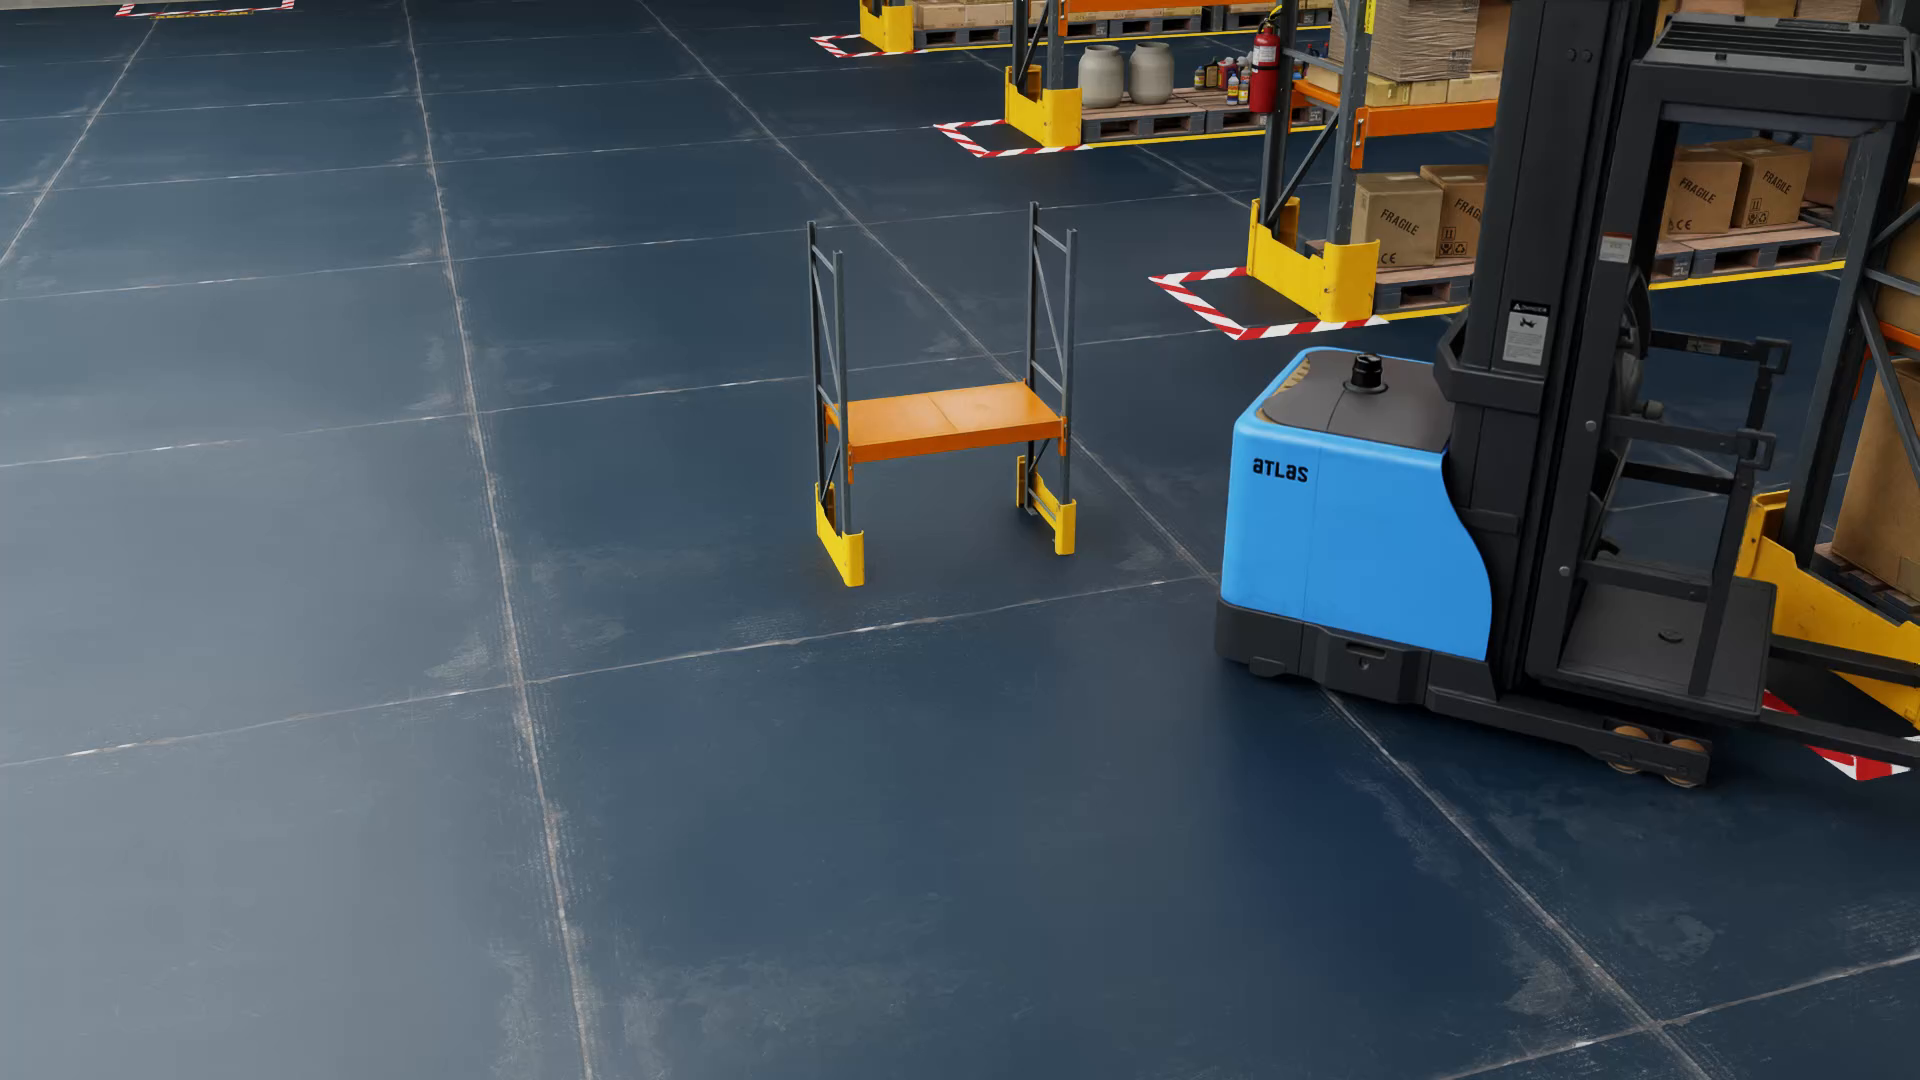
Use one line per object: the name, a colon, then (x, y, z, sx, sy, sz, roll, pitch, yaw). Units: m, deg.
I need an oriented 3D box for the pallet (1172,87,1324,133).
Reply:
pallet: (2.685, -4.119, 15.810, 1.213, 0.211, 1.003, -8, 28, -16)

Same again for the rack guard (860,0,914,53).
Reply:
rack guard: (-0.858, -6.034, 19.342, 0.348, 0.500, 1.175, -8, 28, -16)

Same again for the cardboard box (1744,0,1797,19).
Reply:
cardboard box: (5.099, -3.607, 11.195, 0.500, 0.500, 0.875, -8, 28, -16)

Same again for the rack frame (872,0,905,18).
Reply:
rack frame: (-0.836, -7.157, 18.793, 0.127, 3.000, 1.000, -8, 28, -16)

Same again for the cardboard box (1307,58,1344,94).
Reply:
cardboard box: (2.436, -2.982, 10.666, 0.250, 0.149, 0.380, -8, 28, -16)

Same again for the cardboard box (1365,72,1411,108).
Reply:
cardboard box: (2.573, -2.794, 10.287, 0.250, 0.149, 0.380, -8, 28, -16)

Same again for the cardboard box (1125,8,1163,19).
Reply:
cardboard box: (2.116, -6.443, 19.975, 0.500, 0.250, 0.500, -8, 28, -16)

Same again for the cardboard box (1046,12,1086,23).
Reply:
cardboard box: (1.170, -6.299, 19.685, 0.500, 0.250, 0.500, -8, 28, -16)

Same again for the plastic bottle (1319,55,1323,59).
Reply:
plastic bottle: (3.502, -4.581, 16.178, 0.097, 0.271, 0.097, 0, 26, 0)

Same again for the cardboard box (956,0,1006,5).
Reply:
cardboard box: (0.218, -6.499, 19.244, 0.500, 0.500, 0.500, -8, 28, -16)

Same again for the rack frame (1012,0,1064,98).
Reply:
rack frame: (0.695, -5.062, 14.573, 0.127, 3.000, 1.000, -8, 28, -16)

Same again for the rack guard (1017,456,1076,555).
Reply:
rack guard: (0.401, -0.170, 7.811, 0.087, 0.250, 0.587, -8, 28, -16)

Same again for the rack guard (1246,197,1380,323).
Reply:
rack guard: (2.301, -1.859, 10.932, 0.348, 0.500, 1.175, -8, 28, -16)

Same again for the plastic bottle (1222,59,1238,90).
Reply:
plastic bottle: (2.587, -4.459, 15.918, 0.133, 0.283, 0.061, -8, 28, -16)

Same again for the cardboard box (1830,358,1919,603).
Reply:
cardboard box: (4.293, -0.215, 6.726, 0.875, 0.875, 0.875, -8, 28, -16)

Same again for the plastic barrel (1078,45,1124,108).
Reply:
plastic barrel: (1.297, -4.259, 15.281, 0.421, 0.512, 0.421, 0, 26, 0)

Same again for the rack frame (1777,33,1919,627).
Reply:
rack frame: (3.668, -0.857, 6.103, 0.127, 3.000, 1.000, -8, 28, -16)

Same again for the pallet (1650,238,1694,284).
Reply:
pallet: (4.242, -1.993, 11.526, 1.213, 0.211, 1.003, -8, 28, -16)

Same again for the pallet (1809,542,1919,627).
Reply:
pallet: (4.405, 0.249, 7.011, 1.213, 0.211, 1.003, -8, 28, -16)

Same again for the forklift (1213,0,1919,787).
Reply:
forklift: (2.574, -0.697, 5.859, 3.031, 2.935, 1.130, 13, 29, 24)

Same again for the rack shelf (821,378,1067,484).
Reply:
rack shelf: (-0.081, -0.499, 7.473, 1.000, 0.185, 0.538, -8, 28, -16)

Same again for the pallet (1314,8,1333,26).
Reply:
pallet: (4.818, -6.746, 21.102, 1.213, 0.211, 1.003, -8, 28, -16)

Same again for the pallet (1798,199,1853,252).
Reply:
pallet: (6.772, -2.378, 12.302, 1.213, 0.211, 1.003, -8, 28, -16)

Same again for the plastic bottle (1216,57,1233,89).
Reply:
plastic bottle: (2.553, -4.500, 16.010, 0.135, 0.276, 0.152, -8, 28, -16)

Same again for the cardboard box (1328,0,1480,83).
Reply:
cardboard box: (2.760, -3.210, 10.396, 0.500, 0.500, 0.875, -8, 28, -16)

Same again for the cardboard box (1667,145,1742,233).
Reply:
cardboard box: (5.097, -2.467, 11.685, 0.500, 0.500, 0.500, 0, 26, 0)

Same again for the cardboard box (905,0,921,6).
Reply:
cardboard box: (-0.417, -6.312, 19.711, 0.500, 0.250, 0.500, -8, 28, -16)

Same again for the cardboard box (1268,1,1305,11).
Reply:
cardboard box: (3.914, -6.685, 20.462, 0.500, 0.250, 0.500, -8, 27, -15)

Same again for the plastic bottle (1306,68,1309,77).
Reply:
plastic bottle: (3.330, -4.288, 15.582, 0.135, 0.276, 0.152, -8, 27, -15)

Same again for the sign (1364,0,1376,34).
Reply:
sign: (2.397, -3.126, 9.700, 0.005, 0.325, 0.100, -8, 28, -16)

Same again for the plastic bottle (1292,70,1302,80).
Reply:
plastic bottle: (3.129, -4.244, 15.498, 0.097, 0.271, 0.097, 0, 26, 0)

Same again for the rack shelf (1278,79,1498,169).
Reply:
rack shelf: (4.130, -2.921, 11.070, 4.000, 0.370, 1.077, -8, 28, -16)

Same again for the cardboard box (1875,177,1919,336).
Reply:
cardboard box: (4.007, -0.994, 6.211, 0.550, 0.550, 0.875, -8, 28, -16)

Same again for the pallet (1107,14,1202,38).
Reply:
pallet: (2.199, -6.367, 20.337, 1.213, 0.211, 1.003, -8, 28, -16)

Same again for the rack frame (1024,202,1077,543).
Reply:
rack frame: (0.402, -0.730, 7.534, 0.032, 1.500, 0.500, -8, 28, -16)

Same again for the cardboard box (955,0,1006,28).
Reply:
cardboard box: (0.217, -6.164, 19.412, 0.500, 0.250, 0.500, -8, 28, -16)

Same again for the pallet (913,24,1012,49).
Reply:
pallet: (-0.121, -6.031, 19.661, 1.213, 0.211, 1.003, -8, 28, -16)

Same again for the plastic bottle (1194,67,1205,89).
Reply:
plastic bottle: (2.305, -4.444, 15.980, 0.097, 0.201, 0.097, 0, 26, 0)

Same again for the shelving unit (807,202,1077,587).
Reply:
shelving unit: (-0.072, -0.661, 7.395, 1.083, 1.500, 0.587, -8, 28, -16)

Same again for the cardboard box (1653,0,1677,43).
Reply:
cardboard box: (4.166, -3.444, 10.867, 0.500, 0.500, 0.875, -8, 28, -16)

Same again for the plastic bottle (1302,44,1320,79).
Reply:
plastic bottle: (3.423, -4.662, 16.251, 0.185, 0.351, 0.144, -9, 28, -18)

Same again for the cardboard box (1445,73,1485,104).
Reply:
cardboard box: (3.059, -2.848, 10.396, 0.250, 0.149, 0.380, -8, 28, -16)

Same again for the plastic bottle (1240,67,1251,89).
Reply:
plastic bottle: (2.742, -4.436, 15.964, 0.097, 0.201, 0.097, 0, 26, 0)

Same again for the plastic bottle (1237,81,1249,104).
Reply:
plastic bottle: (2.614, -4.138, 15.364, 0.097, 0.201, 0.097, 0, 26, 0)

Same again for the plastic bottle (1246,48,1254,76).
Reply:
plastic bottle: (2.842, -4.578, 16.081, 0.185, 0.351, 0.144, -7, 27, -14)

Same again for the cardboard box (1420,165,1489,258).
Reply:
cardboard box: (3.385, -2.212, 11.171, 0.500, 0.500, 0.500, -1, 26, -3)
